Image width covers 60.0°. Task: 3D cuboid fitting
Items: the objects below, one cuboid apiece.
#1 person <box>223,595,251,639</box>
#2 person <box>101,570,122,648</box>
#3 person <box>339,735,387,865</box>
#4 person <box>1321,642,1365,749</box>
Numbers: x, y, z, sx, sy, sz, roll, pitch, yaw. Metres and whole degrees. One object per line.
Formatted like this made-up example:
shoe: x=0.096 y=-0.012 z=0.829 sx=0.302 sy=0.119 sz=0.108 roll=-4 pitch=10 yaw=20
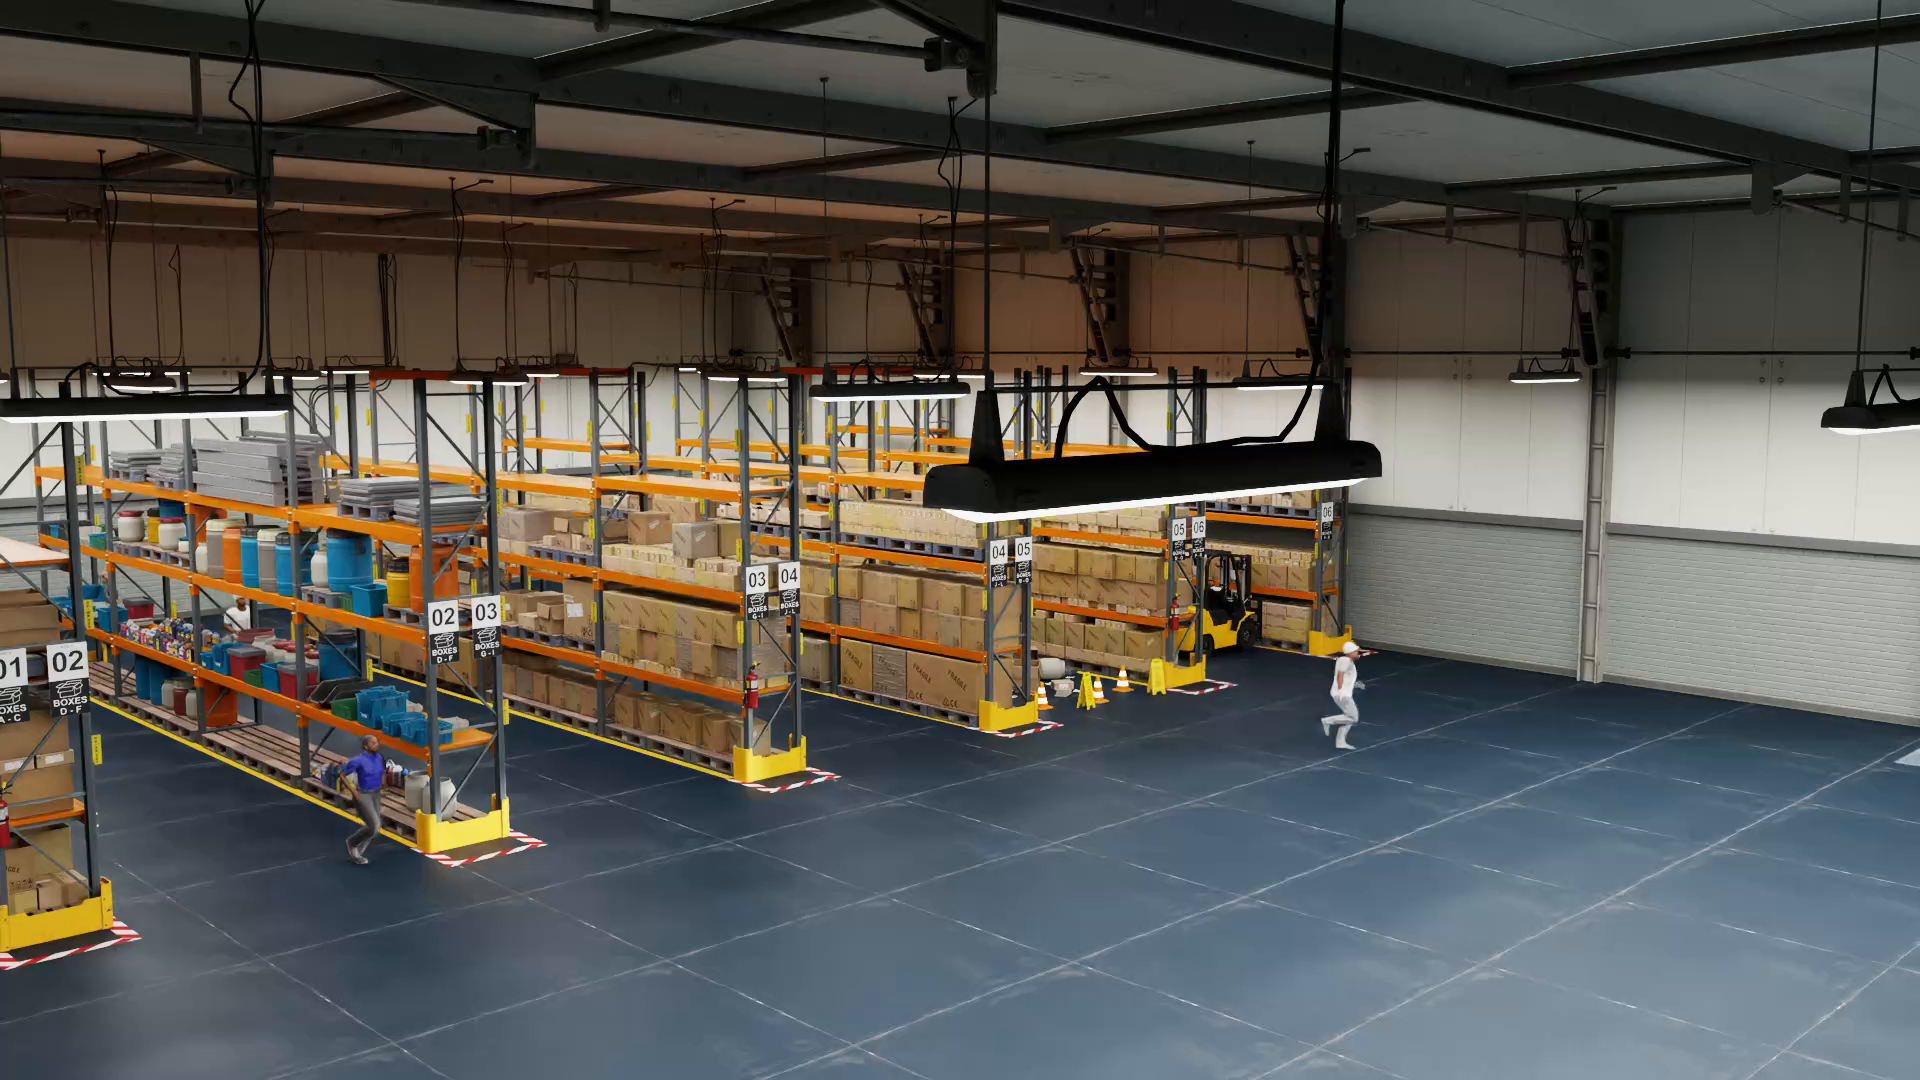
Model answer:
person: x=-13.851 y=1.865 z=32.100 sx=0.588 sy=1.720 sz=0.703 roll=5 pitch=8 yaw=37
person: x=-18.221 y=1.468 z=35.730 sx=0.569 sy=1.680 sz=0.653 roll=-2 pitch=7 yaw=-16
person: x=-7.311 y=3.210 z=20.612 sx=0.534 sy=1.604 sz=0.561 roll=3 pitch=7 yaw=23
person: x=6.135 y=2.491 z=26.596 sx=0.701 sy=1.730 sz=0.728 roll=1 pitch=6 yaw=5
